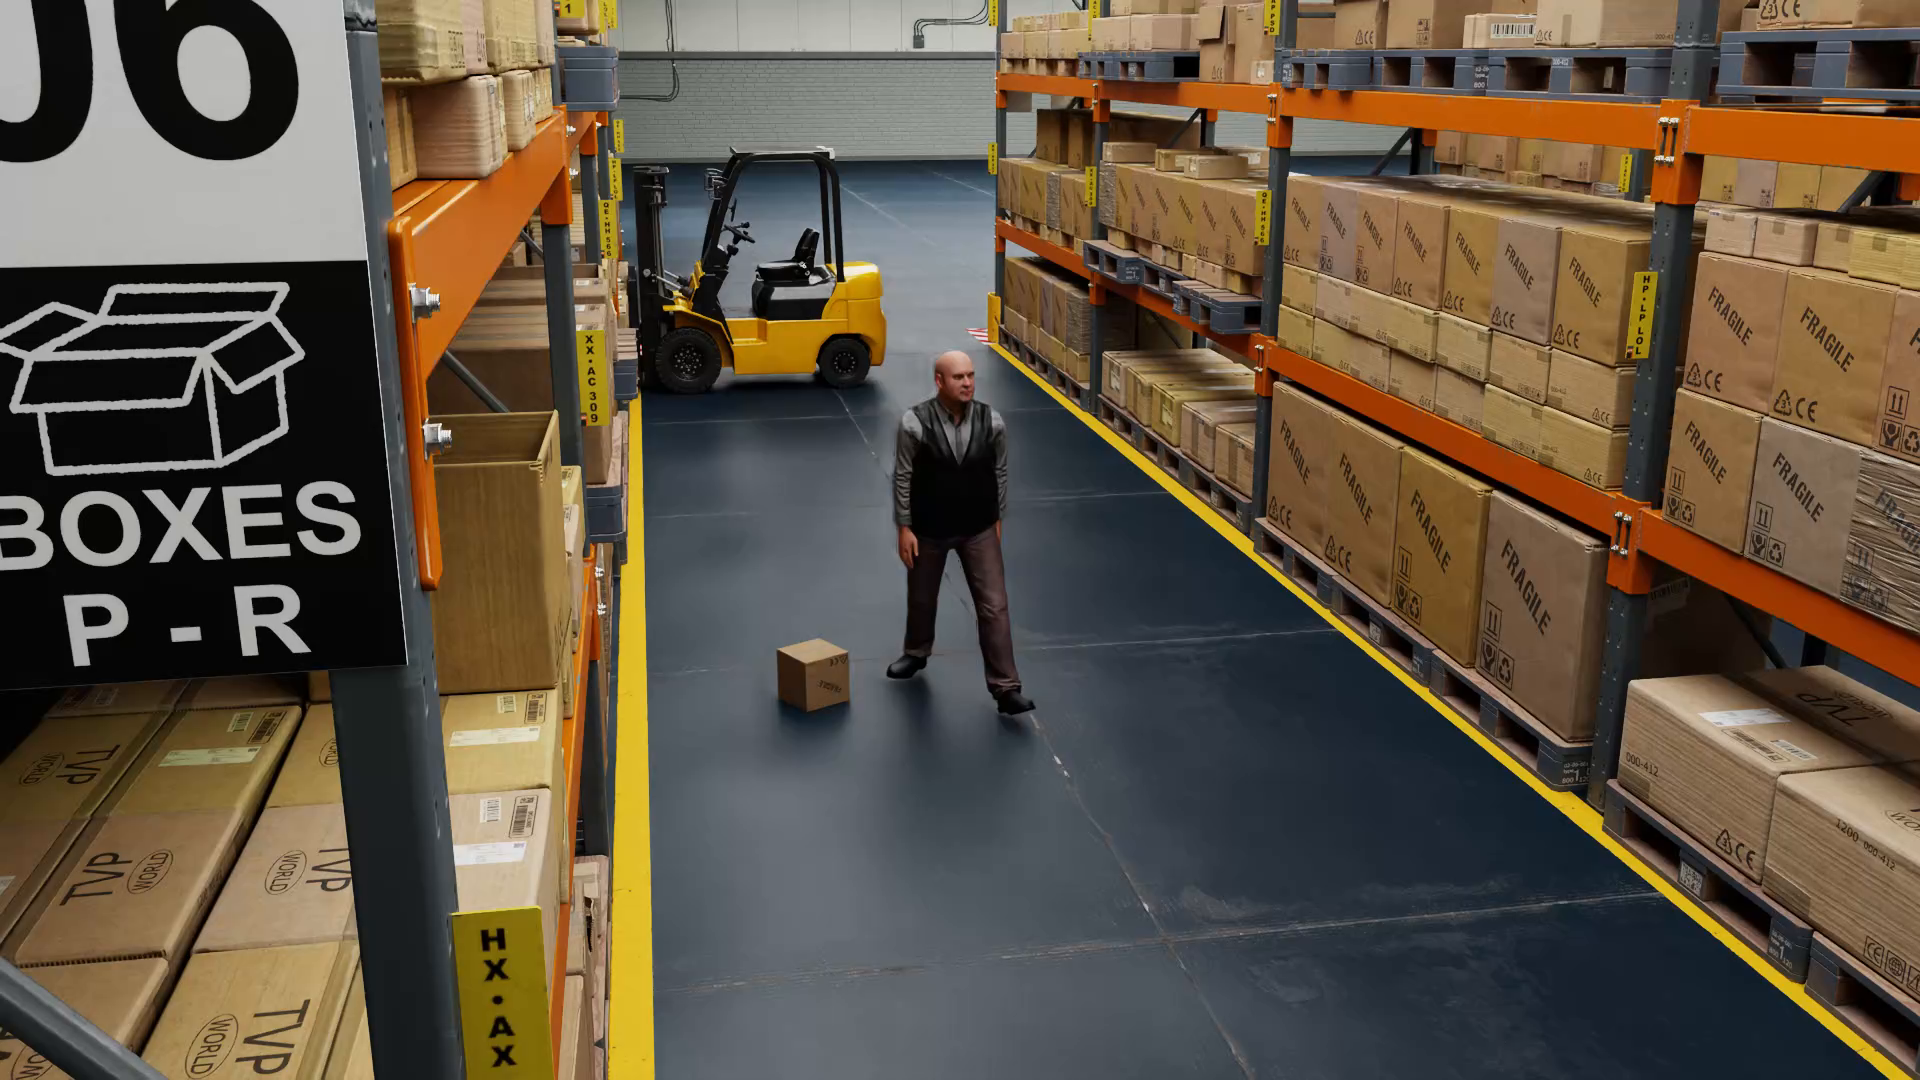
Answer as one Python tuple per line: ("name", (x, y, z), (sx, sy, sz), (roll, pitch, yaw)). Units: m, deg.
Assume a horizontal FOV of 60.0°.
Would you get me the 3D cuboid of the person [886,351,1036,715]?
("person", (-0.020, -0.004, 7.760), (0.616, 1.598, 0.900), (-2, 16, -8))
